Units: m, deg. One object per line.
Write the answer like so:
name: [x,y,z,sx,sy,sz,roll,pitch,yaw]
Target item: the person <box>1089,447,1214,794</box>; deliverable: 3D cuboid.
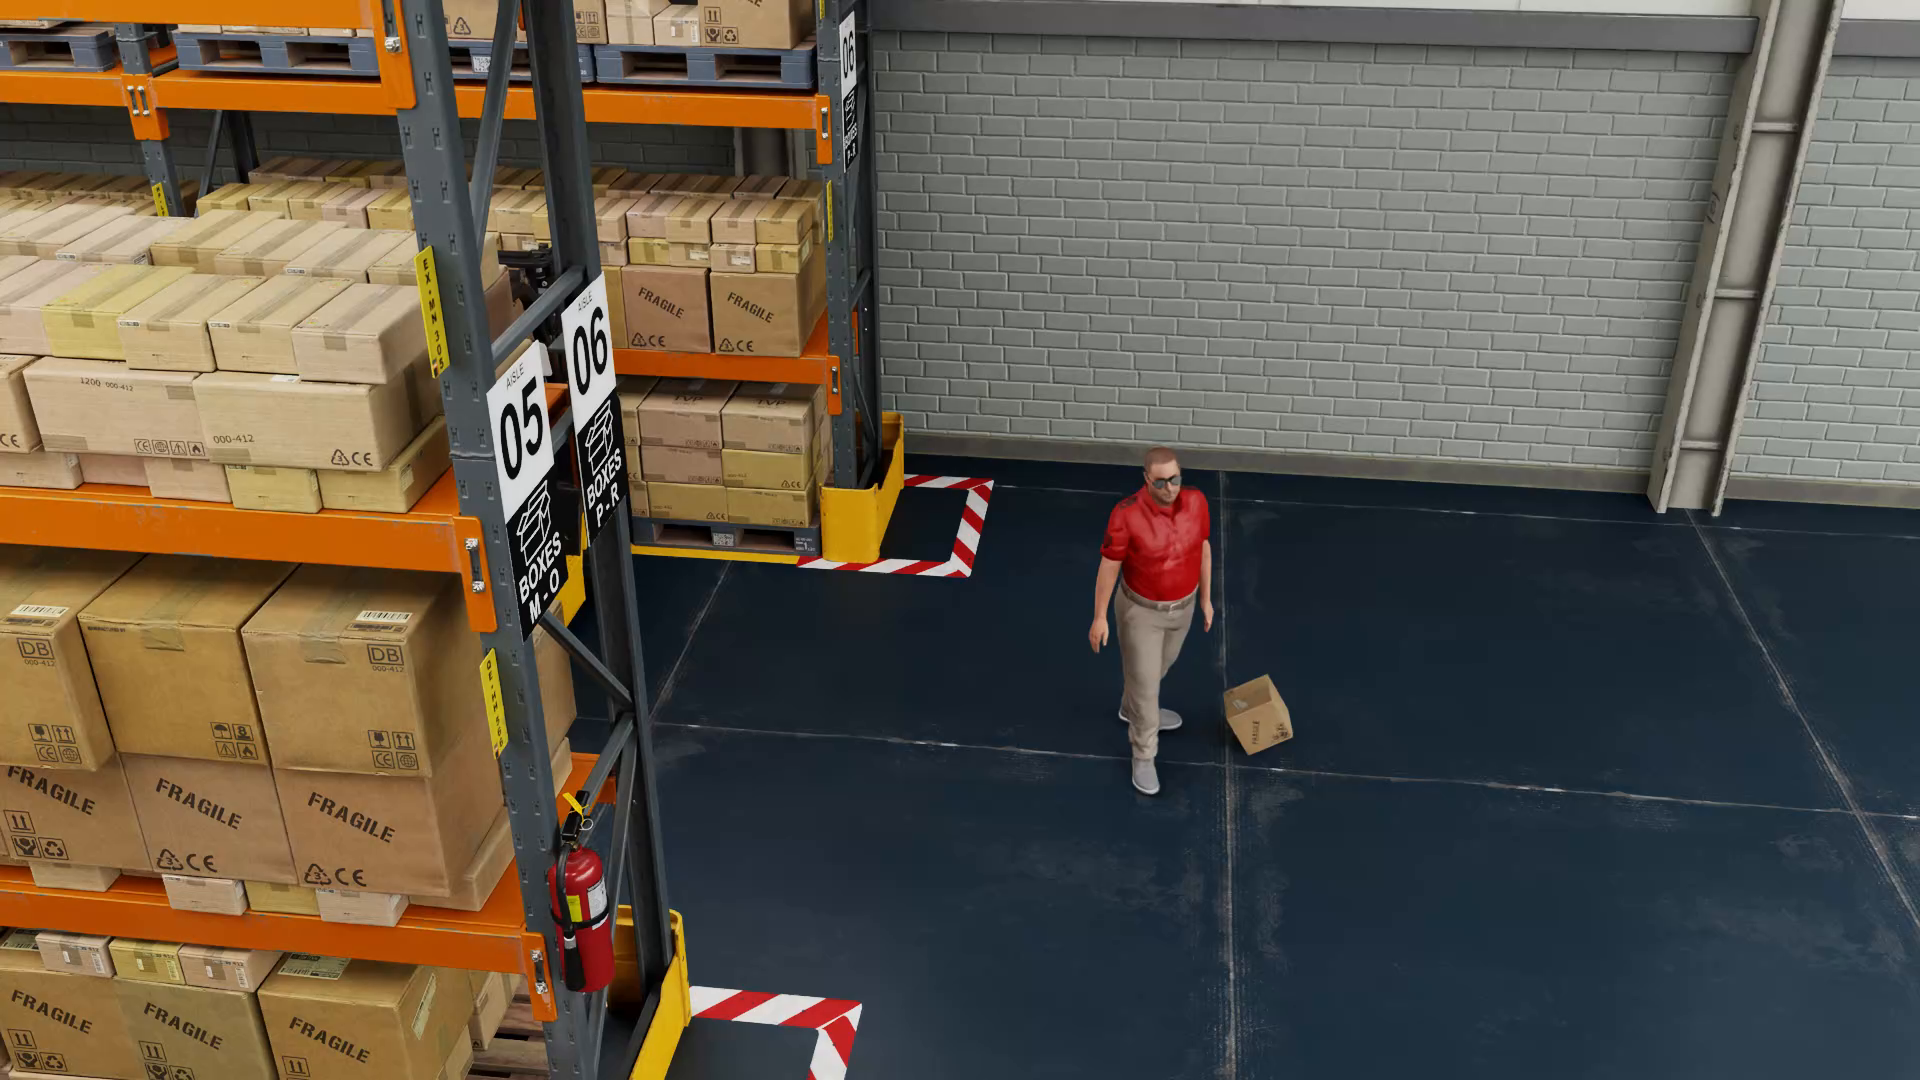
person: [0.919,0.331,8.025,0.648,1.718,0.639,-15,32,-26]
